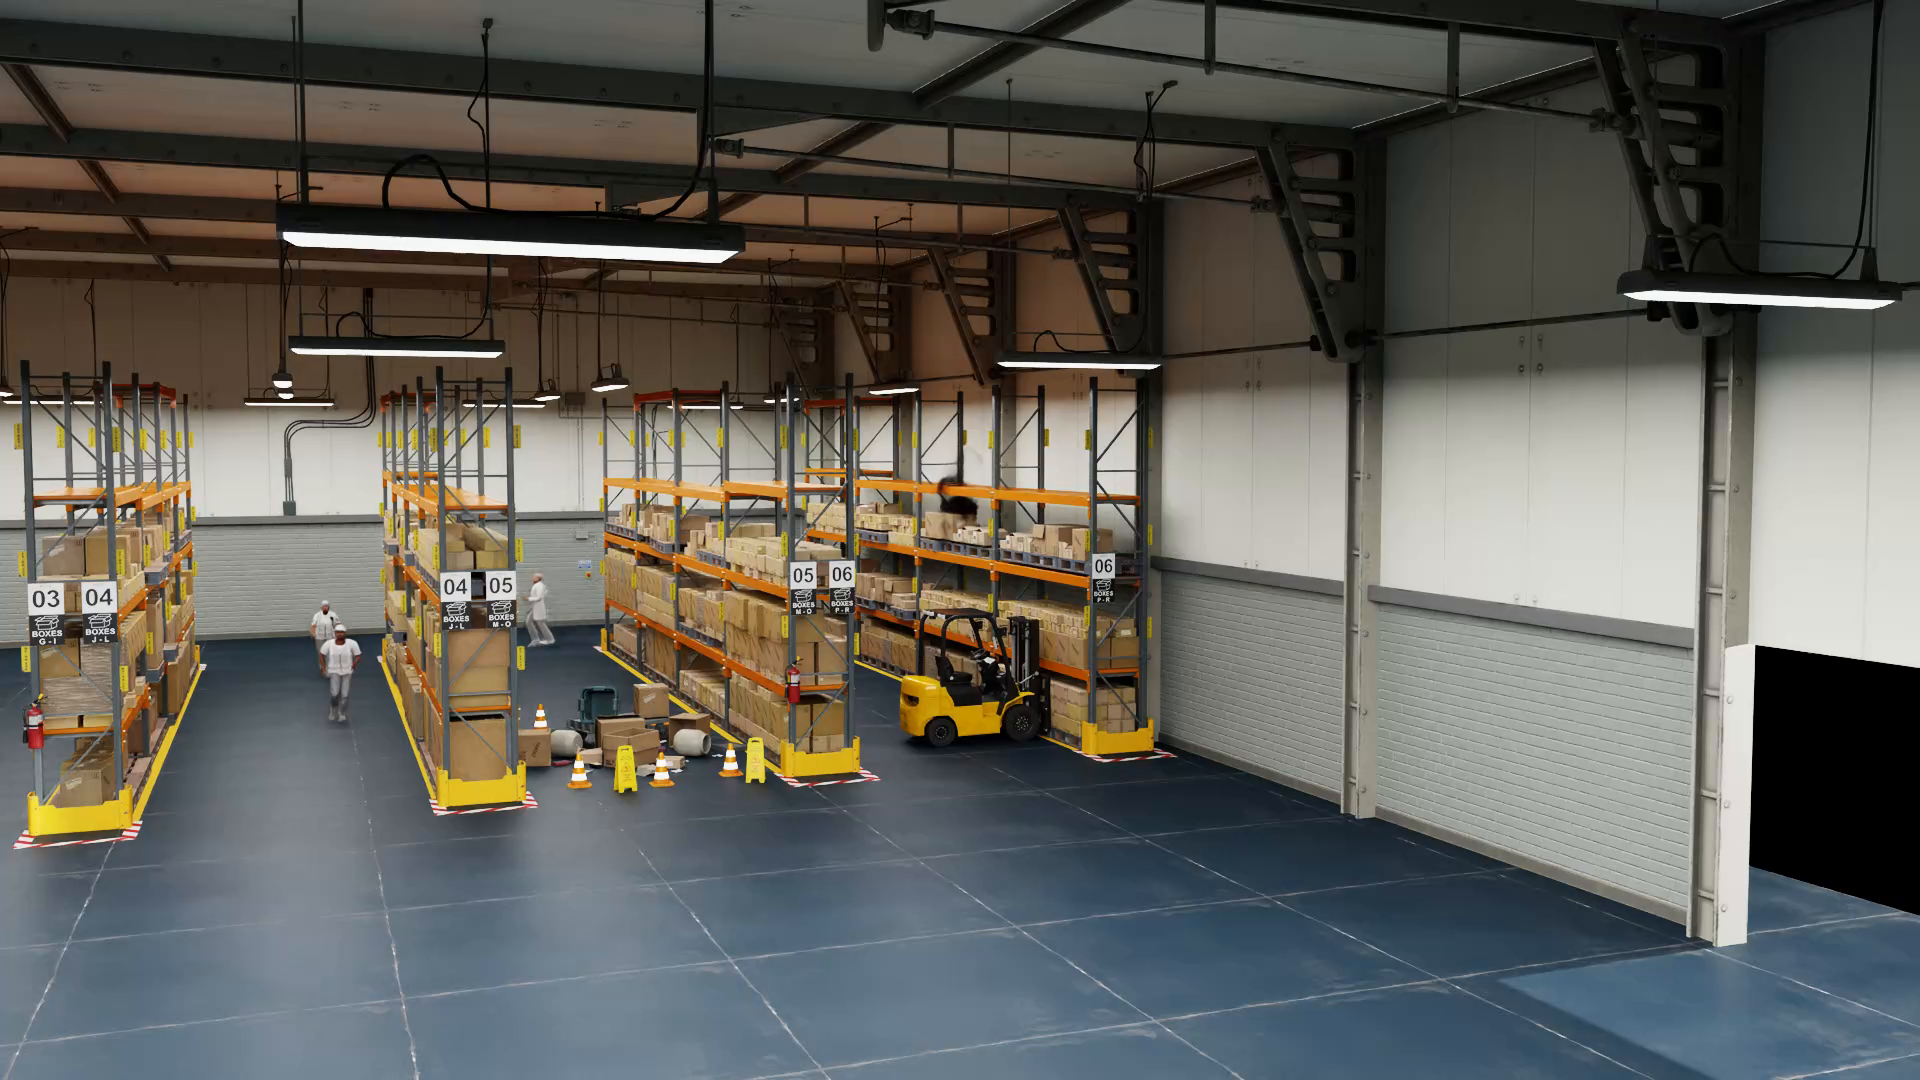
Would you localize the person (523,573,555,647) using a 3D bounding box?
[{"bbox_3d":[-10.194,1.711,40.241,0.763,1.829,0.699,-1,4,-23],"label":"person"}]

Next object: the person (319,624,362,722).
[{"bbox_3d":[-10.946,2.357,29.420,0.704,1.733,0.612,-2,4,-24],"label":"person"}]

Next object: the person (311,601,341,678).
[{"bbox_3d":[-13.432,2.087,35.241,0.595,1.628,0.636,-1,4,-20],"label":"person"}]
